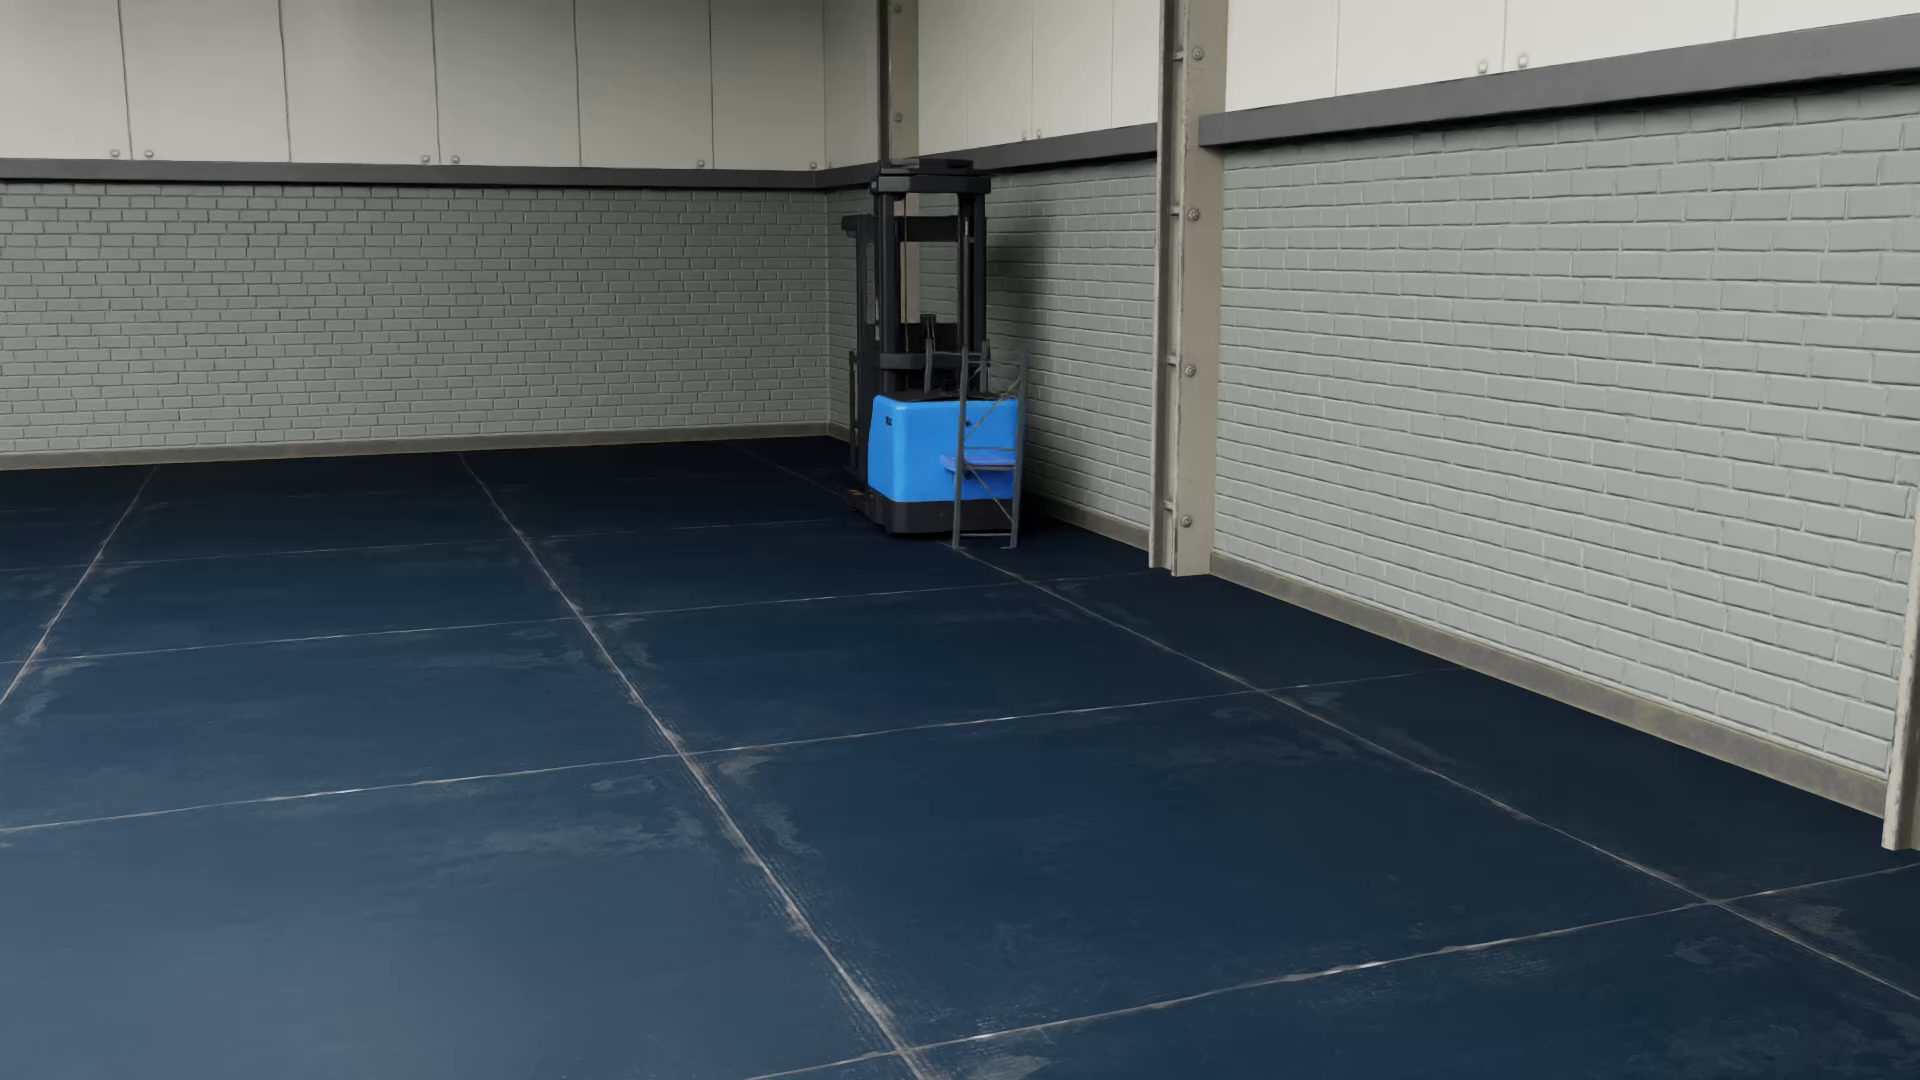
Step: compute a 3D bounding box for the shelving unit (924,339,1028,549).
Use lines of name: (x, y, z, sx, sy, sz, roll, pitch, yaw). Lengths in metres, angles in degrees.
shelving unit: (0.083, -0.762, 12.862, 0.538, 1.500, 1.048, 0, 10, -16)

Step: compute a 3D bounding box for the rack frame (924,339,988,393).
rack frame: (-0.058, -0.849, 13.343, 0.500, 1.500, 0.032, 0, 10, -16)

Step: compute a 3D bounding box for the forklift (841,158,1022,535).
forklift: (-0.382, -1.698, 14.096, 1.130, 2.935, 3.031, -3, 10, -14)

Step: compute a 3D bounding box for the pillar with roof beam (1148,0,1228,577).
pillar with roof beam: (-2.456, -3.946, 9.409, 9.100, 9.000, 0.400, -4, 11, -21)

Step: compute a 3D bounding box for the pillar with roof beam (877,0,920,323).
pillar with roof beam: (-4.630, -4.925, 14.915, 9.100, 9.000, 0.400, -4, 11, -21)

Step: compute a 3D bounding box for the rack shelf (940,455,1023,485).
rack shelf: (0.074, -0.585, 12.892, 0.538, 0.185, 1.000, 0, 10, -16)

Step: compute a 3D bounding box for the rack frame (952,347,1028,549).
rack frame: (0.224, -0.675, 12.382, 0.500, 1.500, 0.032, 0, 10, -16)
